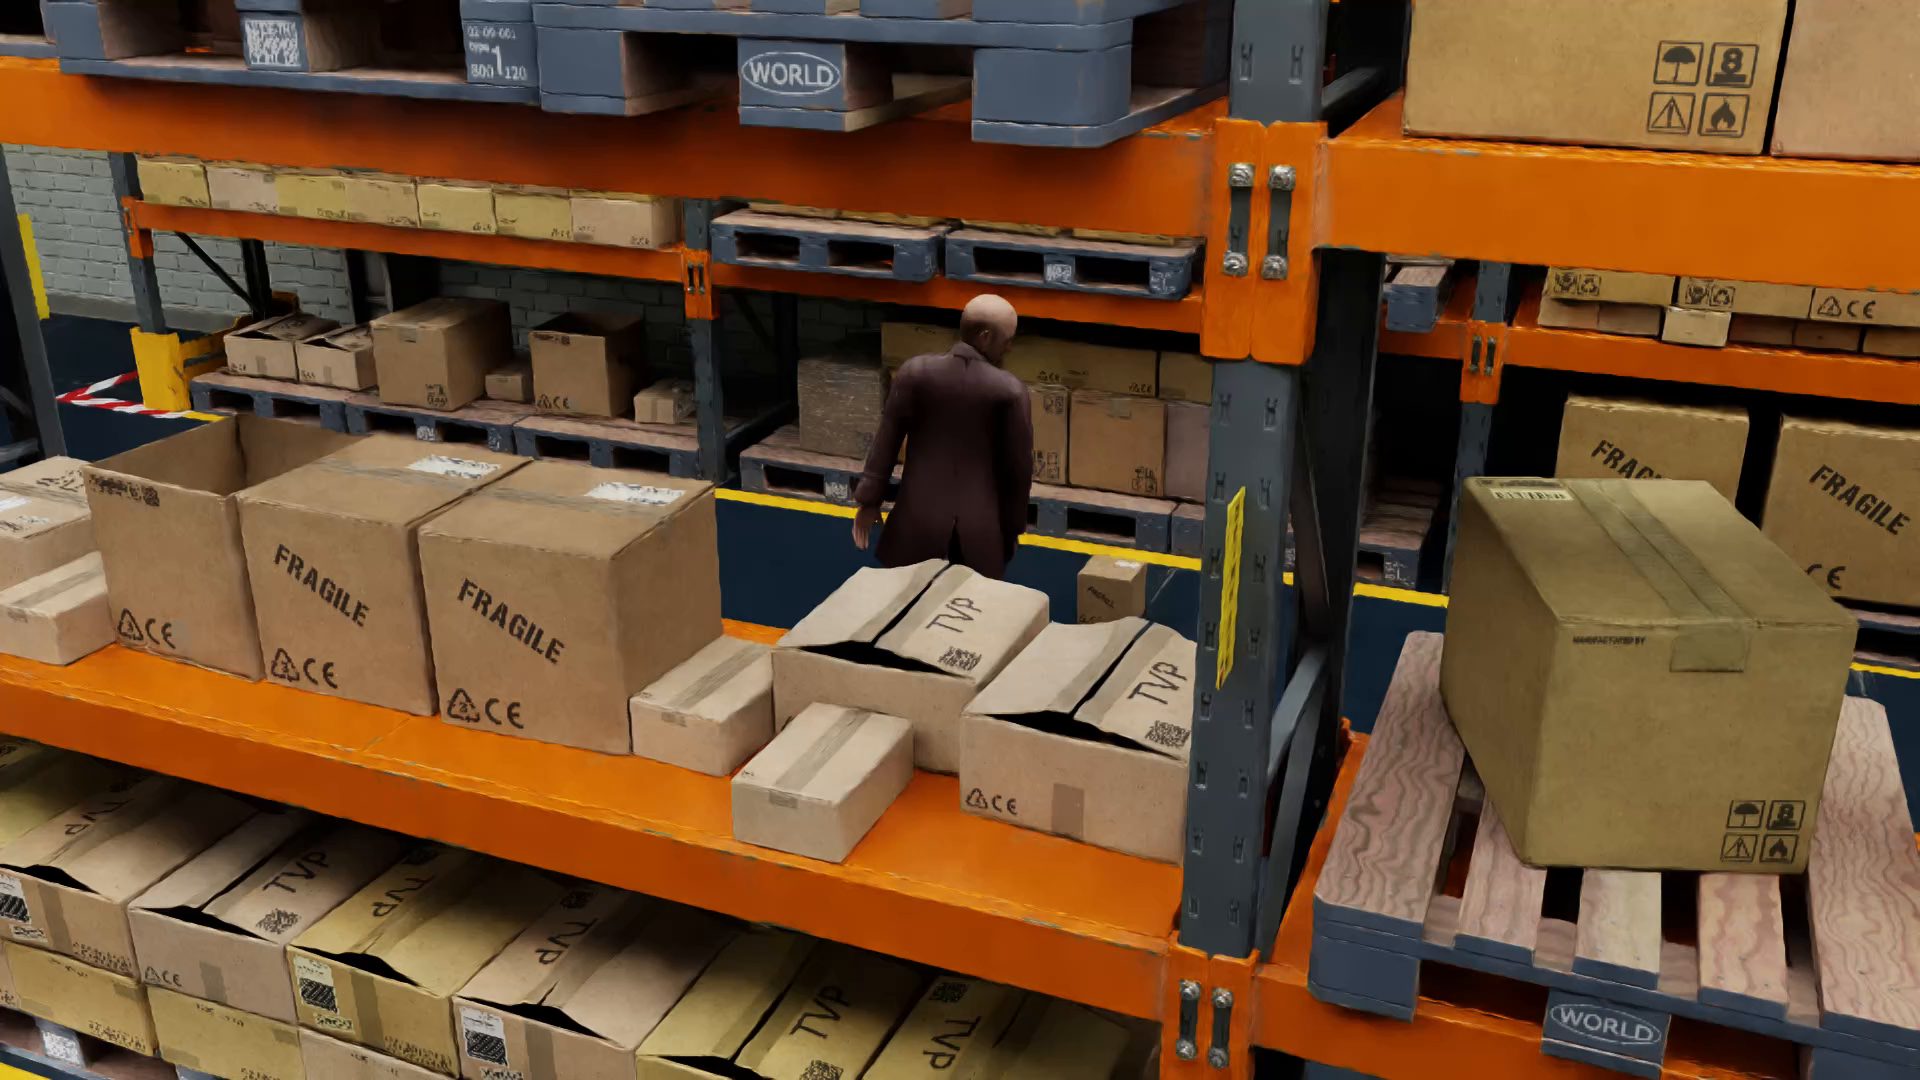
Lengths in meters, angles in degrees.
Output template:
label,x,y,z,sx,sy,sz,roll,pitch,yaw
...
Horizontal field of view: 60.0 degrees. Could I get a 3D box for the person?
label,x,y,z,sx,sy,sz,roll,pitch,yaw
person,-0.078,-0.104,6.400,0.695,1.726,0.665,-1,22,-2
